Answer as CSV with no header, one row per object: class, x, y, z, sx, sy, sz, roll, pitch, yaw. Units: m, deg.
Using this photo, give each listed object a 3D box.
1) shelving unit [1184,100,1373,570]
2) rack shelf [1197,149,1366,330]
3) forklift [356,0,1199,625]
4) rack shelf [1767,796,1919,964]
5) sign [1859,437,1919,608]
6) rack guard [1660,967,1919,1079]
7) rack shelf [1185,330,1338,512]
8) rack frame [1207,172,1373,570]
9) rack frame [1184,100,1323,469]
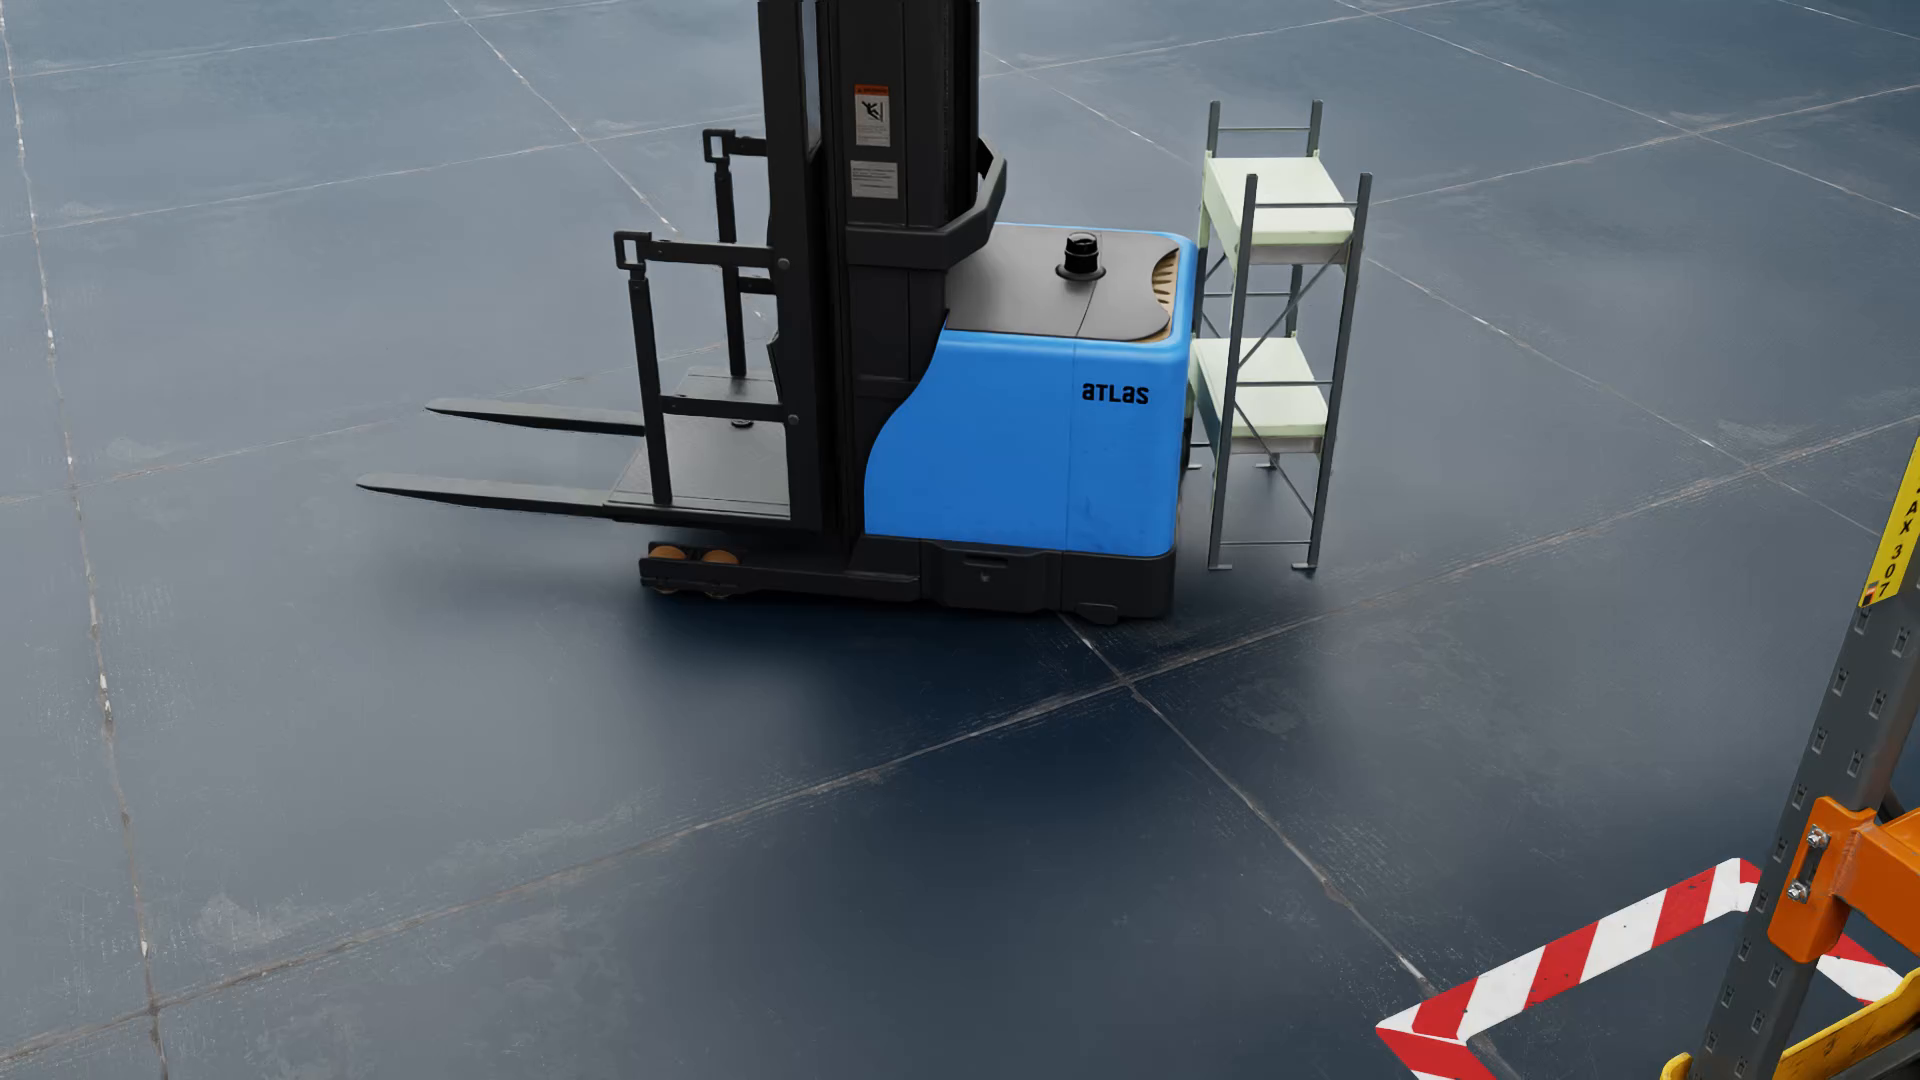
shelving unit,1.098,-0.728,5.995,0.431,1.500,0.755,-1,33,-2
rack shelf,1.099,-1.057,5.785,0.431,0.370,0.720,-1,33,-2
forklift,-0.695,-1.305,5.569,3.031,2.935,1.130,5,33,8
rack shelf,2.966,1.449,1.874,1.077,0.370,4.000,-16,36,-23
sign,1.553,-0.036,2.723,0.100,0.325,0.005,-16,36,-23
rack guard,2.069,1.281,3.787,1.175,0.500,0.348,-16,36,-23
rack shelf,1.097,-0.454,6.171,0.431,0.370,0.720,-1,33,-2
rack frame,1.109,-0.531,5.687,0.400,1.500,0.023,-1,33,-2
rack frame,1.086,-0.926,6.303,0.400,1.500,0.023,-1,33,-2
